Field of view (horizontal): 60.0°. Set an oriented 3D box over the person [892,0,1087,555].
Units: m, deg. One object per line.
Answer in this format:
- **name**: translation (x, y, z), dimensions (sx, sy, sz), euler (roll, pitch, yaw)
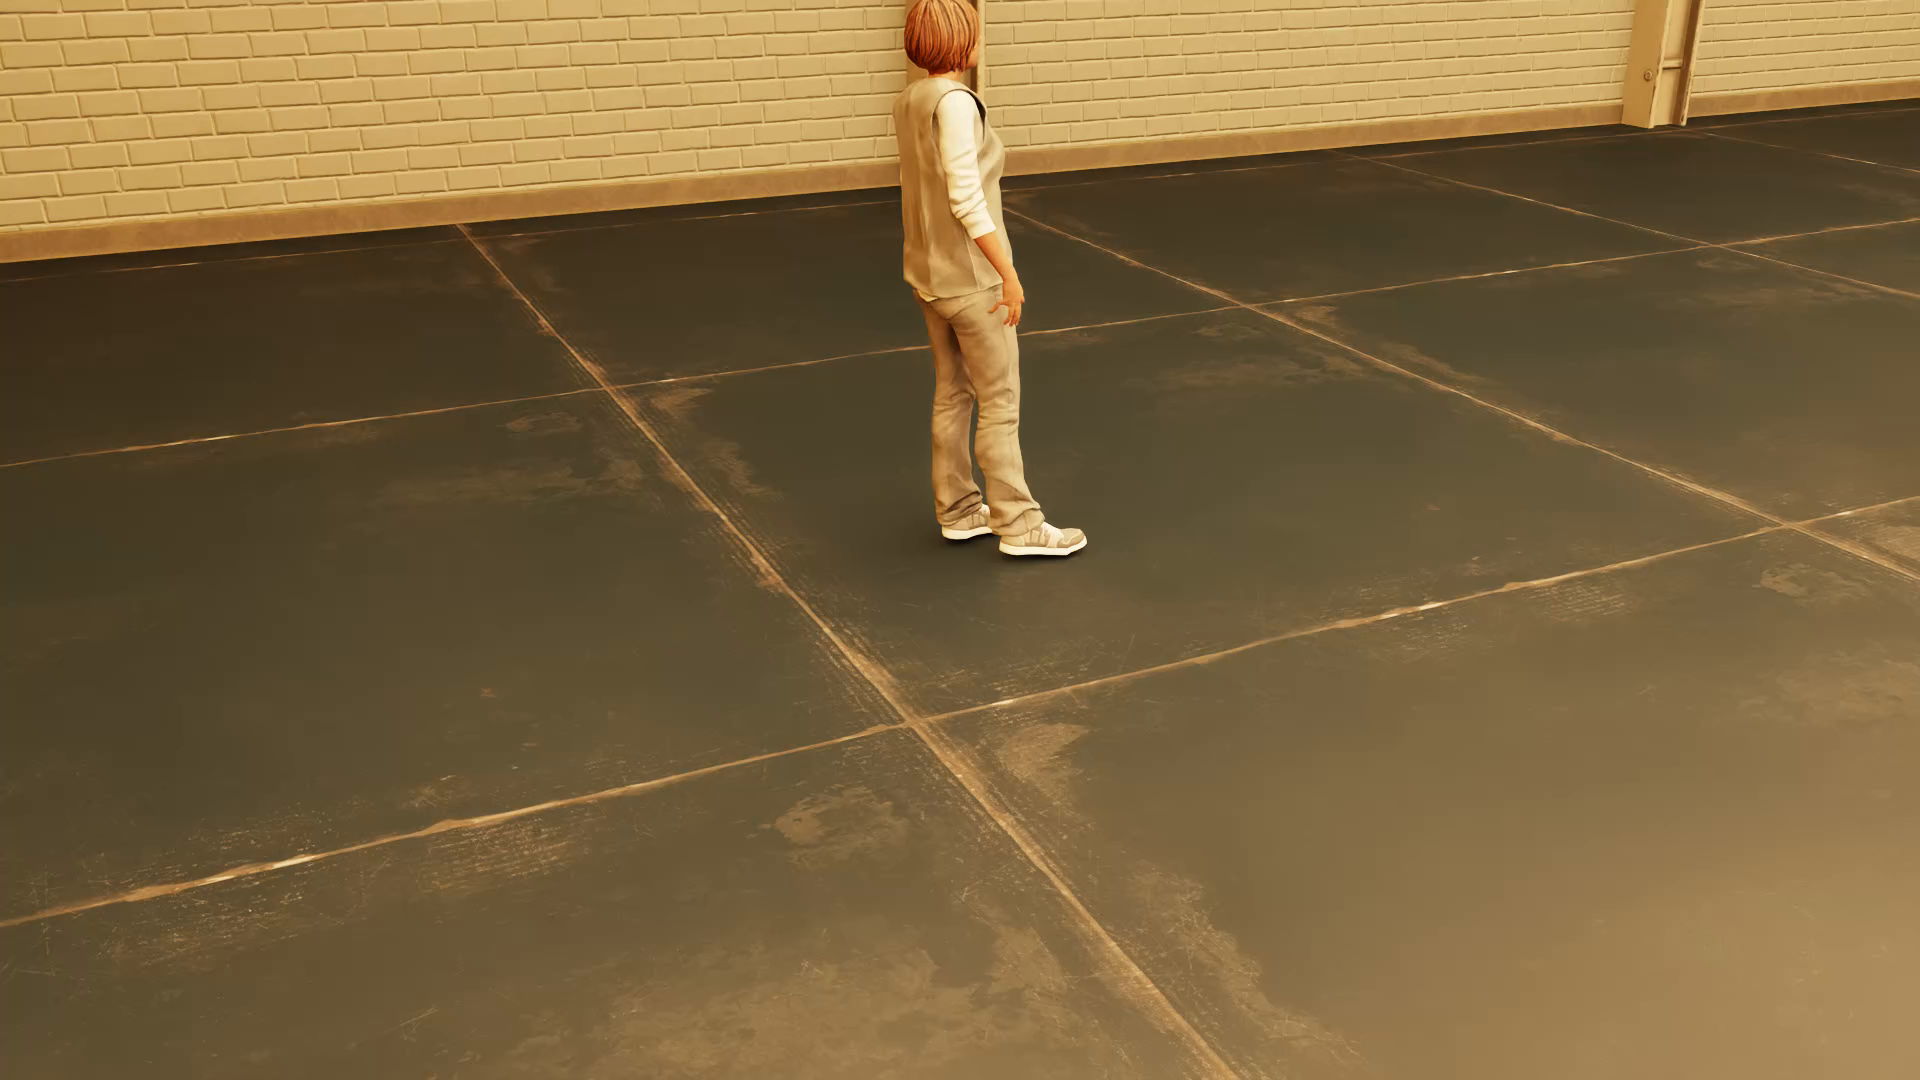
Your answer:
- **person**: translation (0.073, -0.751, 4.814), dimensions (0.475, 1.597, 0.520), euler (-10, 25, -23)
